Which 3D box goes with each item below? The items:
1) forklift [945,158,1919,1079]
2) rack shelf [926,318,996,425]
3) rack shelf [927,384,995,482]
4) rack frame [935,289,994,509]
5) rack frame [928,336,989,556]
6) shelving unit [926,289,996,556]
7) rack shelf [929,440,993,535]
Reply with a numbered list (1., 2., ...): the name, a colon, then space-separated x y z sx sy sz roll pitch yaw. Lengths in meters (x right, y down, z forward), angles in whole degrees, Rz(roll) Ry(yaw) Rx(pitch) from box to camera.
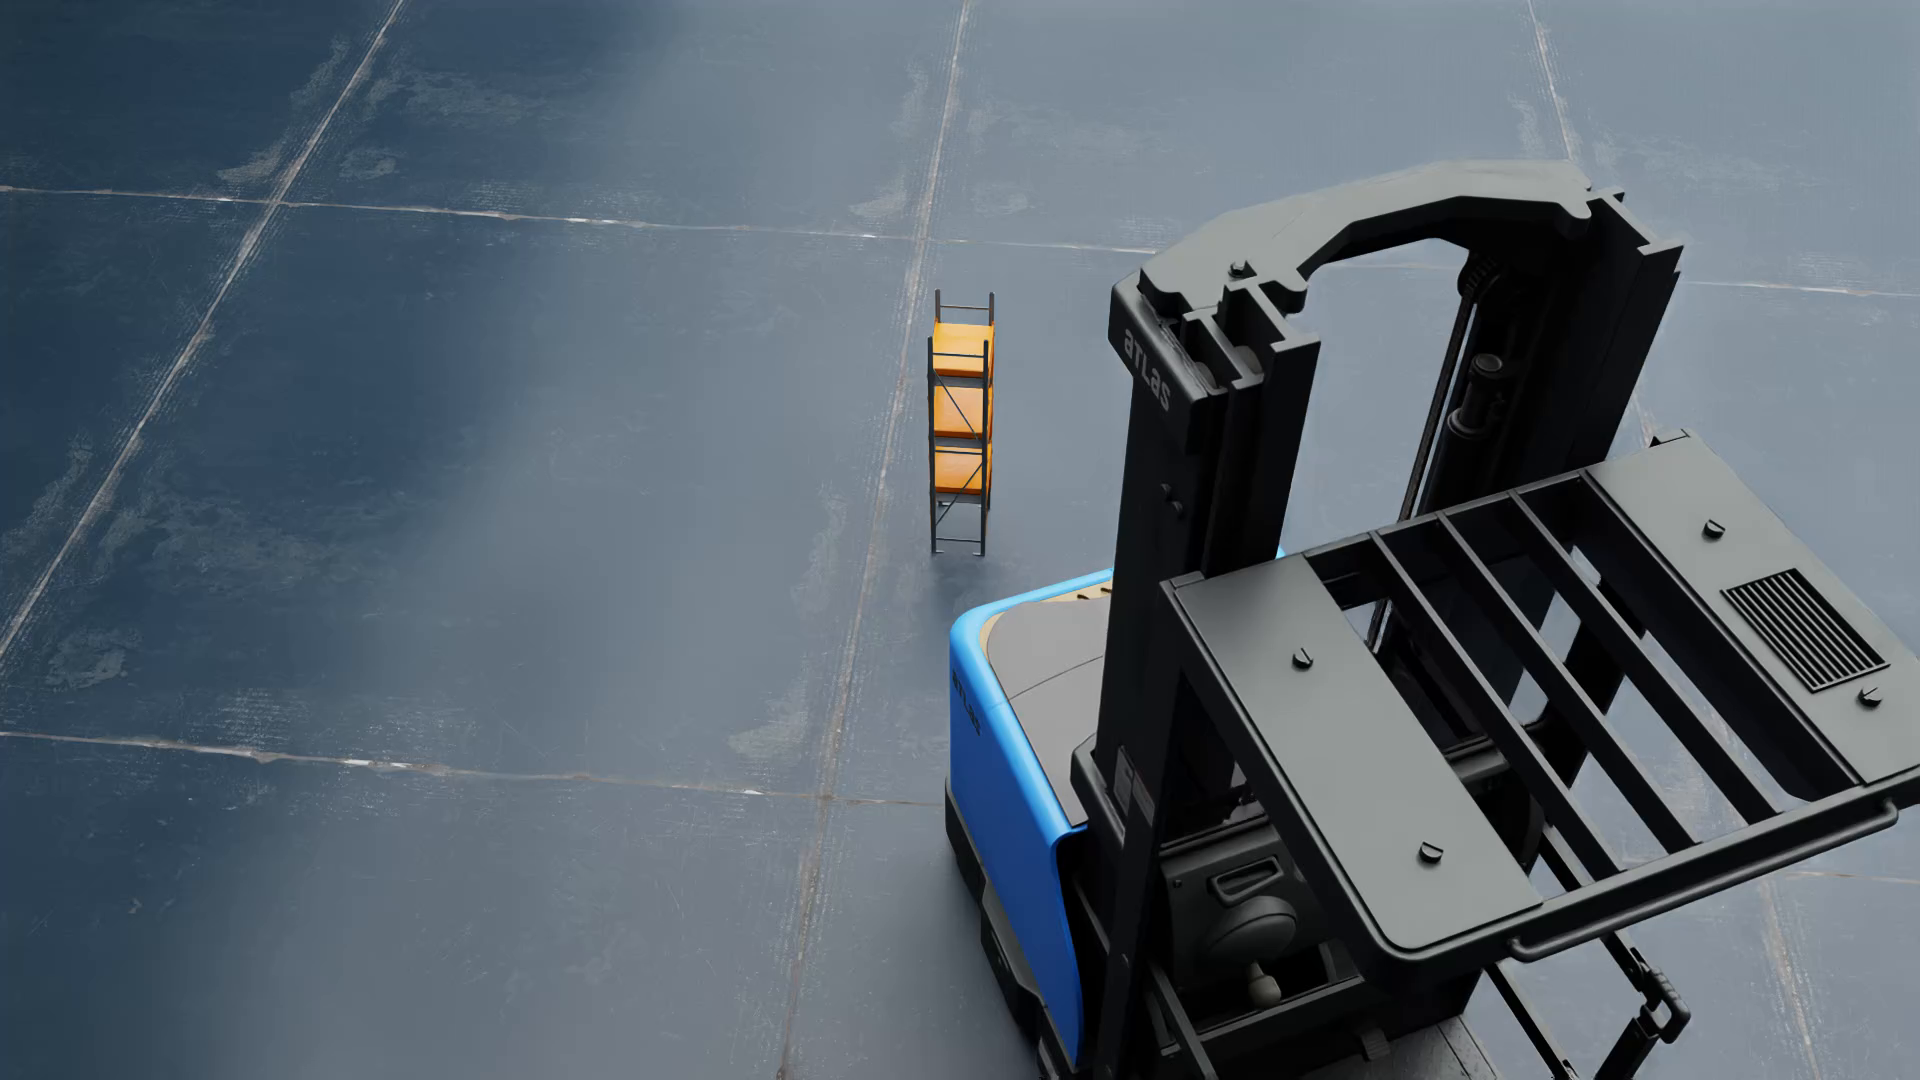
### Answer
1. forklift: 0.951 0.834 3.501 1.130 2.935 3.031 -16 49 -14
2. rack shelf: 0.005 -0.578 5.697 0.215 0.259 0.240 4 48 4
3. rack shelf: 0.005 -0.386 5.906 0.215 0.259 0.240 4 48 4
4. rack frame: 0.016 -0.483 5.981 0.200 1.050 0.008 4 48 4
5. rack frame: -0.006 -0.304 5.817 0.200 1.050 0.008 4 48 4
6. shelving unit: 0.005 -0.394 5.899 0.215 1.050 0.252 4 48 4
7. rack shelf: 0.005 -0.199 6.111 0.215 0.259 0.240 4 48 4
